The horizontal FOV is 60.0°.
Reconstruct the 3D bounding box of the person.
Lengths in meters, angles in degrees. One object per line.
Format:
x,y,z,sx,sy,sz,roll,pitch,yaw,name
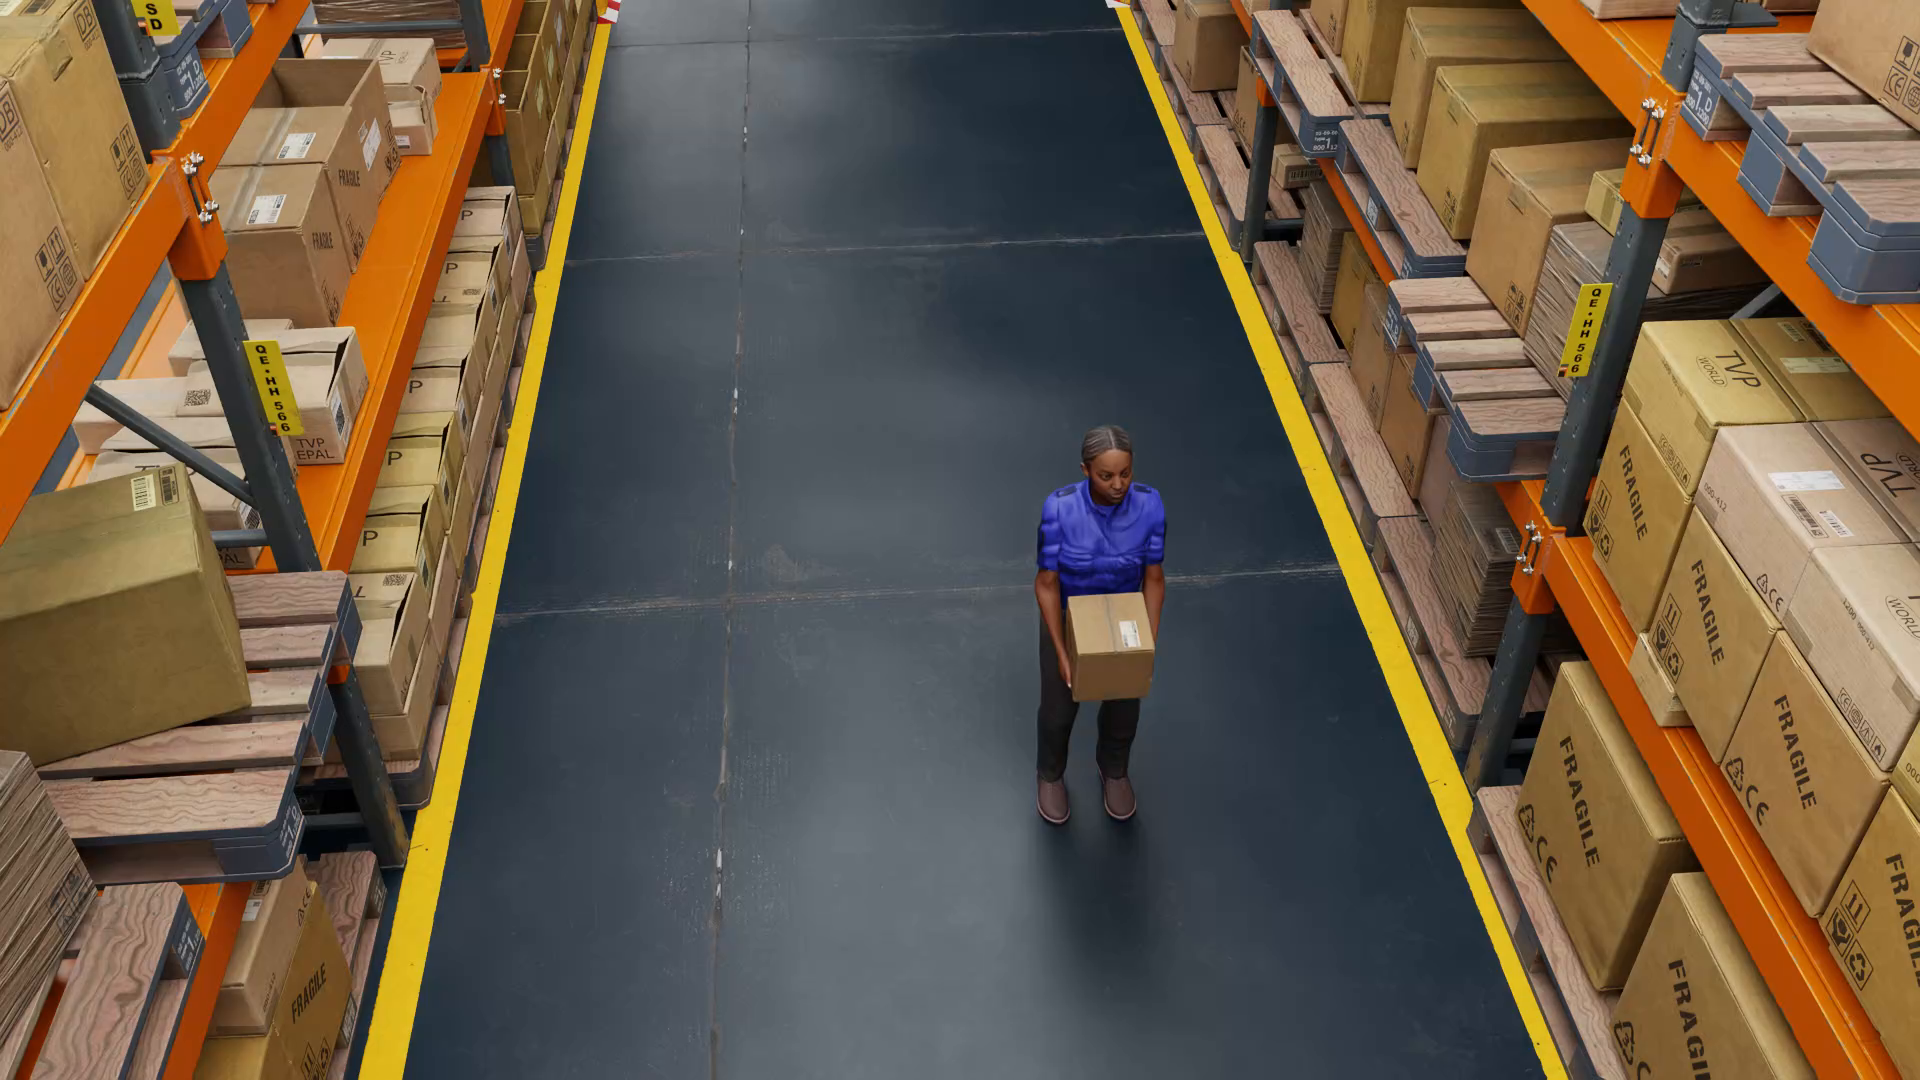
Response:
0.475,0.368,5.717,0.445,1.656,0.502,-3,39,-4,person
